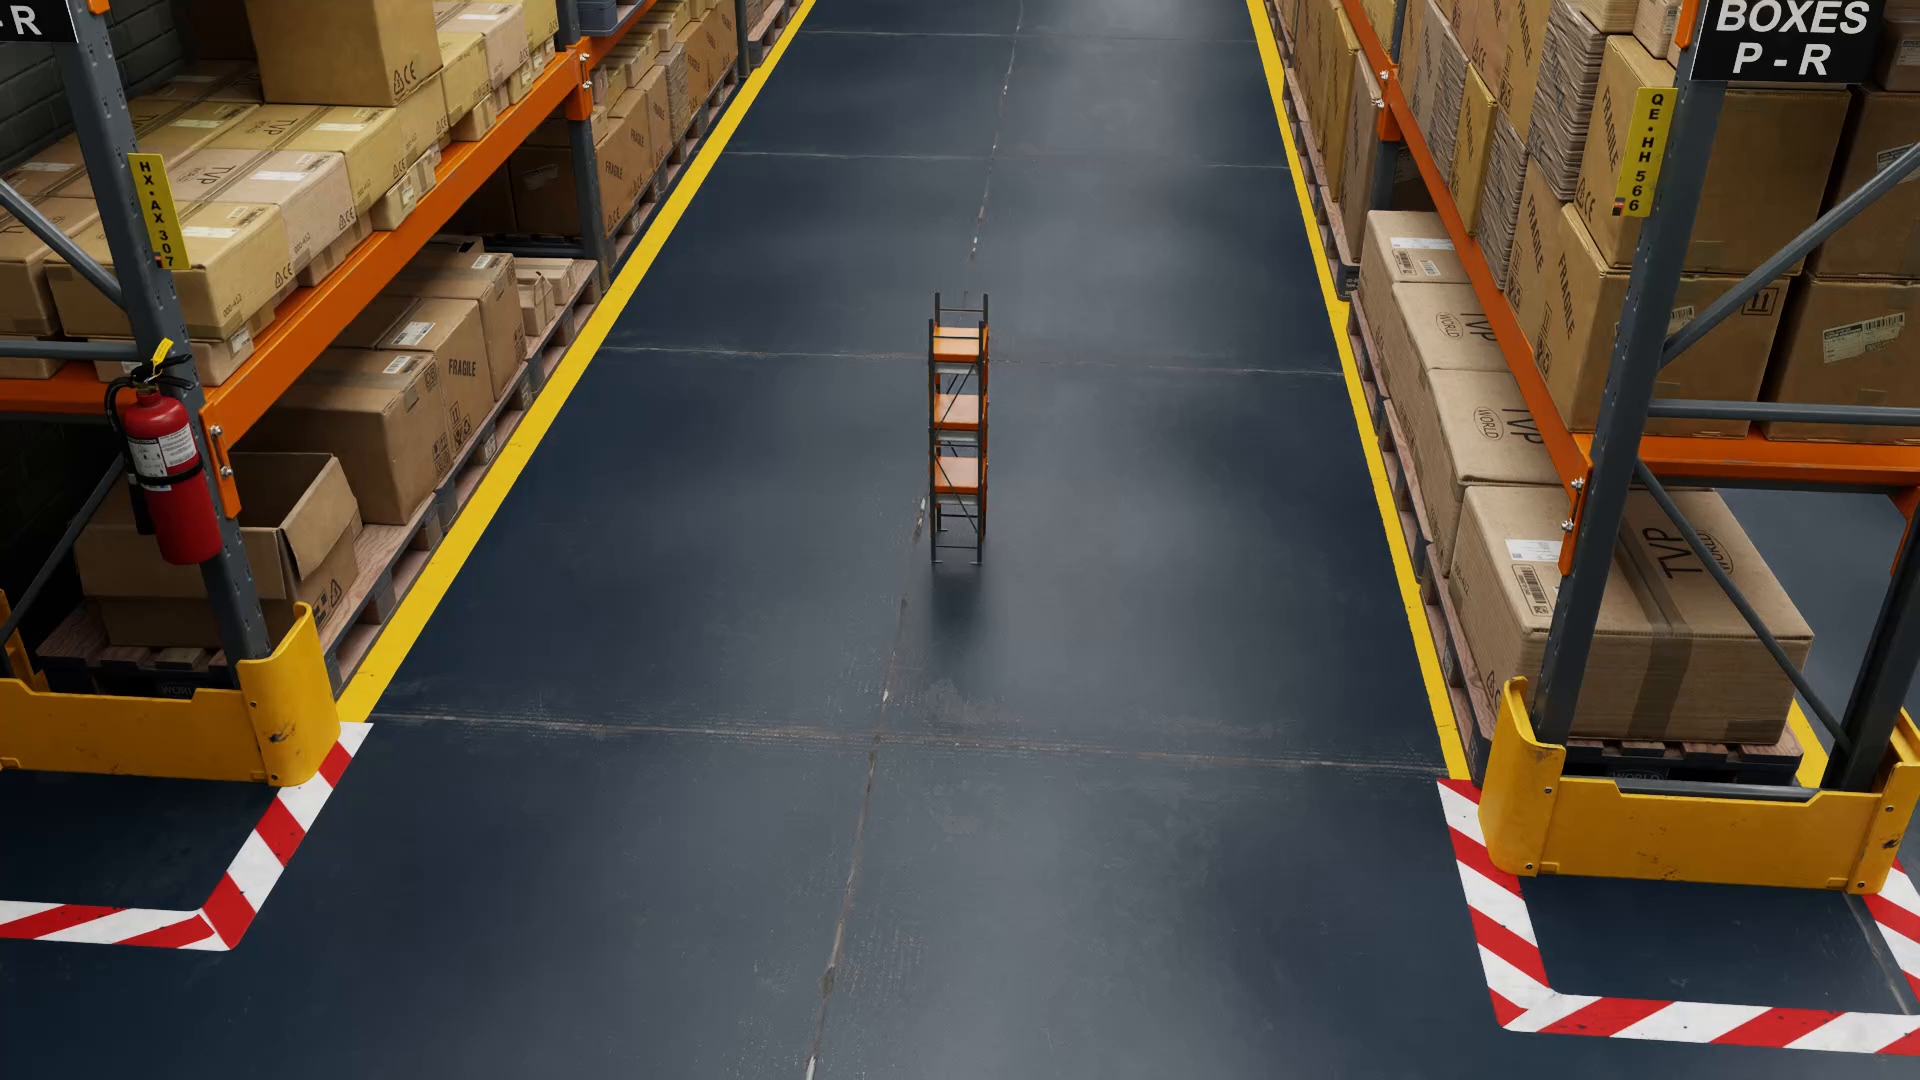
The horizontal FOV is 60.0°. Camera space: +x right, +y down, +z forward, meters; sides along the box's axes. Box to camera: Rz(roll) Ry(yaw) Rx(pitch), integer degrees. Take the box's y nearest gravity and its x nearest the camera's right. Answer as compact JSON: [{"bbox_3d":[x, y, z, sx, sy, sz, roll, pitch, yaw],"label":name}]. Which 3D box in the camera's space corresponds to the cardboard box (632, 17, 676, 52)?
[{"bbox_3d":[-1.985,-3.154,10.373,0.380,0.149,0.250,1,32,2],"label":"cardboard box"}]

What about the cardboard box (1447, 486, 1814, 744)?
[{"bbox_3d":[2.189,0.231,5.558,0.875,0.438,0.875,1,32,2],"label":"cardboard box"}]

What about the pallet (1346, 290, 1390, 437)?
[{"bbox_3d":[2.421,-0.842,7.915,1.003,0.211,1.213,2,32,4],"label":"pallet"}]

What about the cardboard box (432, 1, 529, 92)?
[{"bbox_3d":[-2.211,-2.157,7.250,0.500,0.250,0.500,3,32,4],"label":"cardboard box"}]

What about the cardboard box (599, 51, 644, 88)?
[{"bbox_3d":[-2.071,-2.756,9.727,0.380,0.149,0.250,2,32,4],"label":"cardboard box"}]

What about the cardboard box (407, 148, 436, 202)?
[{"bbox_3d":[-2.257,-1.405,6.410,0.380,0.149,0.250,3,32,5],"label":"cardboard box"}]

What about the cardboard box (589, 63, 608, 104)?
[{"bbox_3d":[-2.119,-2.465,8.971,0.380,0.149,0.250,1,32,2],"label":"cardboard box"}]

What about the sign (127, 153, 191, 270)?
[{"bbox_3d":[-2.172,-0.887,4.505,0.100,0.325,0.005,2,32,4],"label":"sign"}]

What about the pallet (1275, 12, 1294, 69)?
[{"bbox_3d":[2.951,-3.736,12.611,1.003,0.211,1.213,2,32,4],"label":"pallet"}]

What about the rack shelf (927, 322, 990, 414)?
[{"bbox_3d":[-0.004,-0.652,6.286,0.215,0.259,0.240,2,32,4],"label":"rack shelf"}]

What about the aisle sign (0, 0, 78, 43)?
[{"bbox_3d":[-2.425,-1.600,4.009,0.394,0.787,0.004,2,32,4],"label":"aisle sign"}]

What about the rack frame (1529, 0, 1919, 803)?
[{"bbox_3d":[2.235,-0.332,4.429,1.000,3.000,0.127,2,32,4],"label":"rack frame"}]

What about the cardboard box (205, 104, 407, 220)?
[{"bbox_3d":[-2.328,-1.359,5.956,0.500,0.250,0.500,2,32,3],"label":"cardboard box"}]

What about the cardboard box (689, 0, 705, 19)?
[{"bbox_3d":[-1.906,-3.567,11.042,0.380,0.149,0.250,1,32,2],"label":"cardboard box"}]

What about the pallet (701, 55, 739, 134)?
[{"bbox_3d":[-2.160,-3.149,11.658,1.003,0.211,1.213,2,32,4],"label":"pallet"}]

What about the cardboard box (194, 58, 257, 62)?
[{"bbox_3d":[-2.774,-1.916,6.860,0.500,0.250,0.500,3,32,5],"label":"cardboard box"}]

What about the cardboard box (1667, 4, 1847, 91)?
[{"bbox_3d":[2.065,-1.272,4.289,0.380,0.149,0.250,3,32,5],"label":"cardboard box"}]

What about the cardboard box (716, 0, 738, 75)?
[{"bbox_3d":[-1.881,-3.609,11.730,0.500,0.500,0.500,3,32,5],"label":"cardboard box"}]

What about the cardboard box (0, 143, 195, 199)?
[{"bbox_3d":[-2.896,-1.126,5.577,0.500,0.250,0.500,3,32,4],"label":"cardboard box"}]

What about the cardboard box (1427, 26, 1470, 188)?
[{"bbox_3d":[2.169,-1.709,6.568,0.500,0.500,0.500,3,32,4],"label":"cardboard box"}]

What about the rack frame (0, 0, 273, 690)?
[{"bbox_3d":[-2.713,-0.542,4.770,1.000,3.000,0.127,2,32,4],"label":"rack frame"}]

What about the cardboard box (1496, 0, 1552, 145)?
[{"bbox_3d":[2.094,-1.595,5.431,0.500,0.500,0.500,2,32,4],"label":"cardboard box"}]

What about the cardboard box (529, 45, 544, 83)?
[{"bbox_3d":[-2.161,-2.212,7.719,0.380,0.149,0.250,3,32,5],"label":"cardboard box"}]

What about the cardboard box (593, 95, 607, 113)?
[{"bbox_3d":[-2.147,-2.348,9.065,0.380,0.149,0.250,2,32,3],"label":"cardboard box"}]

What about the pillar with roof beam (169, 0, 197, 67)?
[{"bbox_3d":[0.949,-4.678,5.763,9.100,9.000,0.400,2,32,4],"label":"pillar with roof beam"}]

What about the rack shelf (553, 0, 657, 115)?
[{"bbox_3d":[-2.224,-3.373,10.049,1.077,0.370,4.000,2,32,4],"label":"rack shelf"}]

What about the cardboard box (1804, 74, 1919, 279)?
[{"bbox_3d":[2.558,-1.039,4.528,0.500,0.500,0.500,2,32,3],"label":"cardboard box"}]

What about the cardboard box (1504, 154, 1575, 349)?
[{"bbox_3d":[2.066,-0.899,5.255,0.500,0.500,0.500,2,32,3],"label":"cardboard box"}]

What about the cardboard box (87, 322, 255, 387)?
[{"bbox_3d":[-2.412,-0.595,5.096,0.380,0.149,0.250,2,32,4],"label":"cardboard box"}]

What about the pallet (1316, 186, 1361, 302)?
[{"bbox_3d":[2.548,-1.643,9.214,1.003,0.211,1.213,2,32,4],"label":"pallet"}]

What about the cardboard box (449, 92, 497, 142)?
[{"bbox_3d":[-2.199,-1.804,7.058,0.380,0.149,0.250,2,32,3],"label":"cardboard box"}]

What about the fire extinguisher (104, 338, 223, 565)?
[{"bbox_3d":[-2.264,-0.253,4.731,0.296,0.674,0.183,2,32,4],"label":"fire extinguisher"}]

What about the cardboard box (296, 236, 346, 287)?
[{"bbox_3d":[-2.369,-0.998,5.750,0.380,0.149,0.250,3,32,6],"label":"cardboard box"}]

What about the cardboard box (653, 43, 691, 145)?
[{"bbox_3d":[-1.996,-2.802,10.420,0.500,0.500,0.500,1,32,2],"label":"cardboard box"}]

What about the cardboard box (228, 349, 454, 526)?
[{"bbox_3d":[-2.460,-0.417,6.550,0.700,0.500,0.500,4,32,6],"label":"cardboard box"}]

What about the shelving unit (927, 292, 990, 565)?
[{"bbox_3d":[-0.004,-0.419,6.429,0.215,1.050,0.252,2,32,4],"label":"shelving unit"}]

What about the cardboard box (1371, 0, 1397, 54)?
[{"bbox_3d":[2.346,-2.605,8.260,0.500,0.250,0.500,2,32,3],"label":"cardboard box"}]

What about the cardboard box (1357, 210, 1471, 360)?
[{"bbox_3d":[2.402,-1.187,7.860,0.875,0.438,0.875,2,32,3],"label":"cardboard box"}]

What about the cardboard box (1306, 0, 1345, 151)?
[{"bbox_3d":[2.670,-2.965,10.327,0.875,0.875,0.875,3,32,5],"label":"cardboard box"}]

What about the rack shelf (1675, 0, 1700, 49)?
[{"bbox_3d":[2.398,-2.348,5.528,1.077,0.370,4.000,2,32,4],"label":"rack shelf"}]

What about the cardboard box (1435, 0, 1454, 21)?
[{"bbox_3d":[2.233,-2.389,6.719,0.500,0.500,0.500,2,32,3],"label":"cardboard box"}]

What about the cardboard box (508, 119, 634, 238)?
[{"bbox_3d":[-2.123,-1.991,9.104,0.500,0.500,0.500,4,32,6],"label":"cardboard box"}]

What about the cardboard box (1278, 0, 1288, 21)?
[{"bbox_3d":[2.994,-4.256,12.901,0.950,0.372,0.625,2,32,3],"label":"cardboard box"}]

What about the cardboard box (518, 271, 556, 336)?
[{"bbox_3d":[-2.169,-1.158,7.975,0.396,0.266,0.258,4,32,6],"label":"cardboard box"}]

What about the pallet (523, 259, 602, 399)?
[{"bbox_3d":[-2.444,-1.087,8.313,1.003,0.211,1.213,2,32,4],"label":"pallet"}]
